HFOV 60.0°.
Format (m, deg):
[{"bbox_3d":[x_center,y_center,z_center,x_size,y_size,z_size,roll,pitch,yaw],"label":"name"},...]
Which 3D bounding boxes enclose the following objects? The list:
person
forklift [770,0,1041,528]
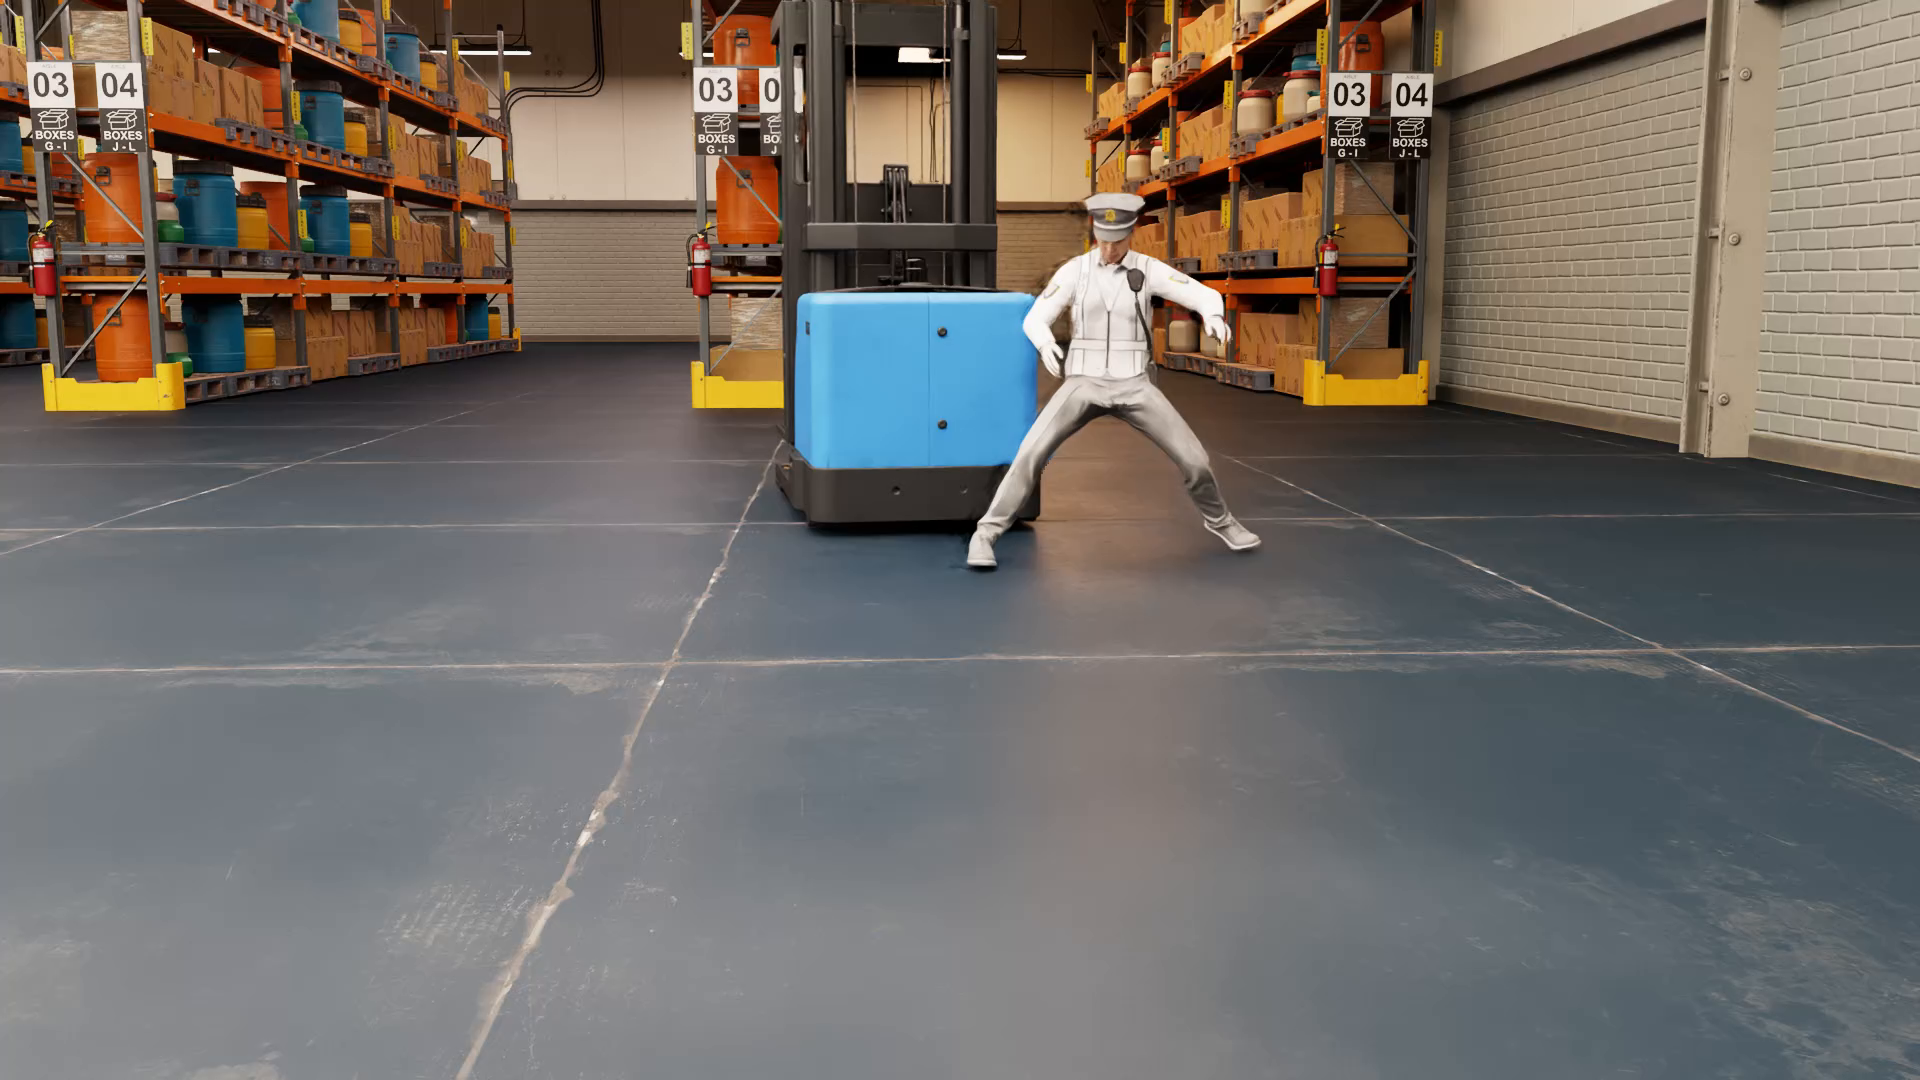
[{"bbox_3d":[0.650,-0.650,6.706,1.176,1.478,0.910,1,9,8],"label":"person"},{"bbox_3d":[-0.399,-1.684,8.675,1.130,2.935,3.031,-1,9,-10],"label":"forklift"}]
